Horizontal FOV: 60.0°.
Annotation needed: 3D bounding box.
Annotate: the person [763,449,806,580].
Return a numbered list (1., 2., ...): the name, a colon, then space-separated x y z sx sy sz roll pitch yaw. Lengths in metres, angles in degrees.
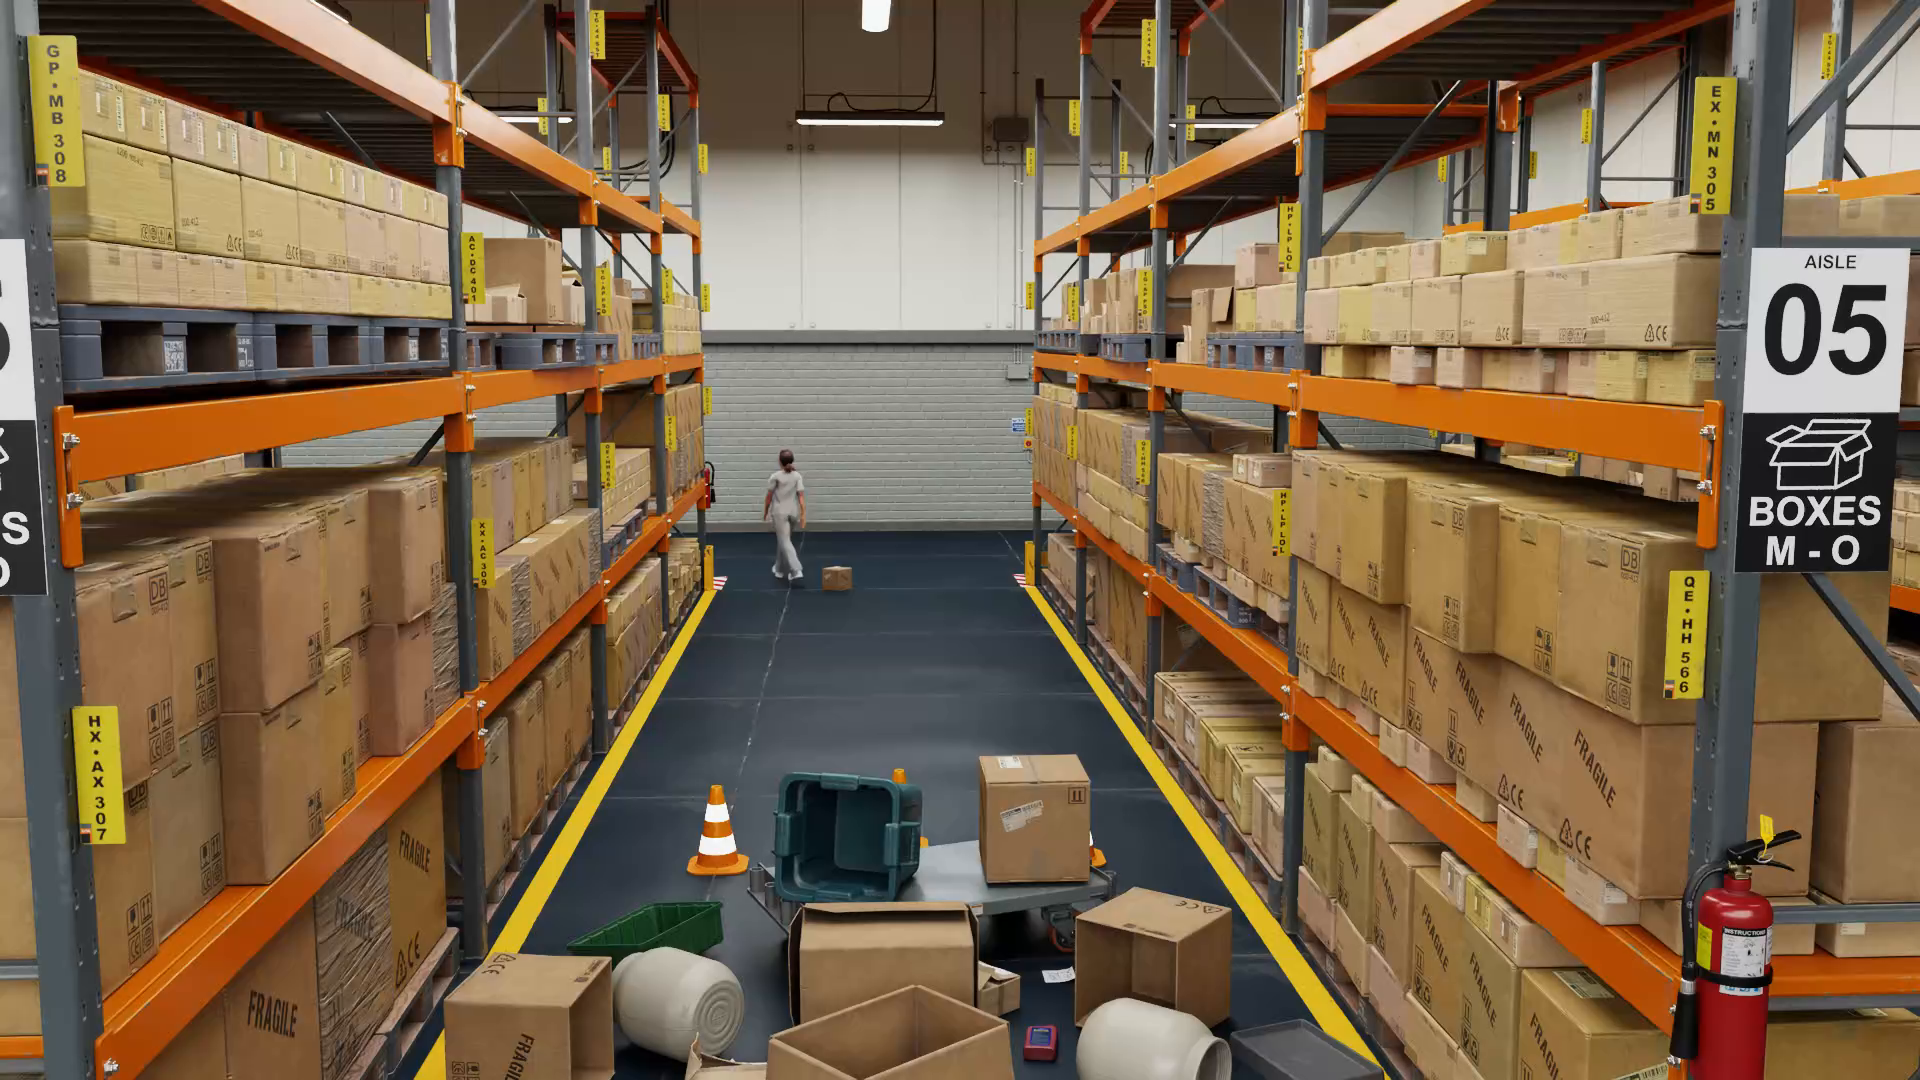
1. person: -2.143 -0.303 20.322 0.445 1.617 1.080 -5 8 -34
